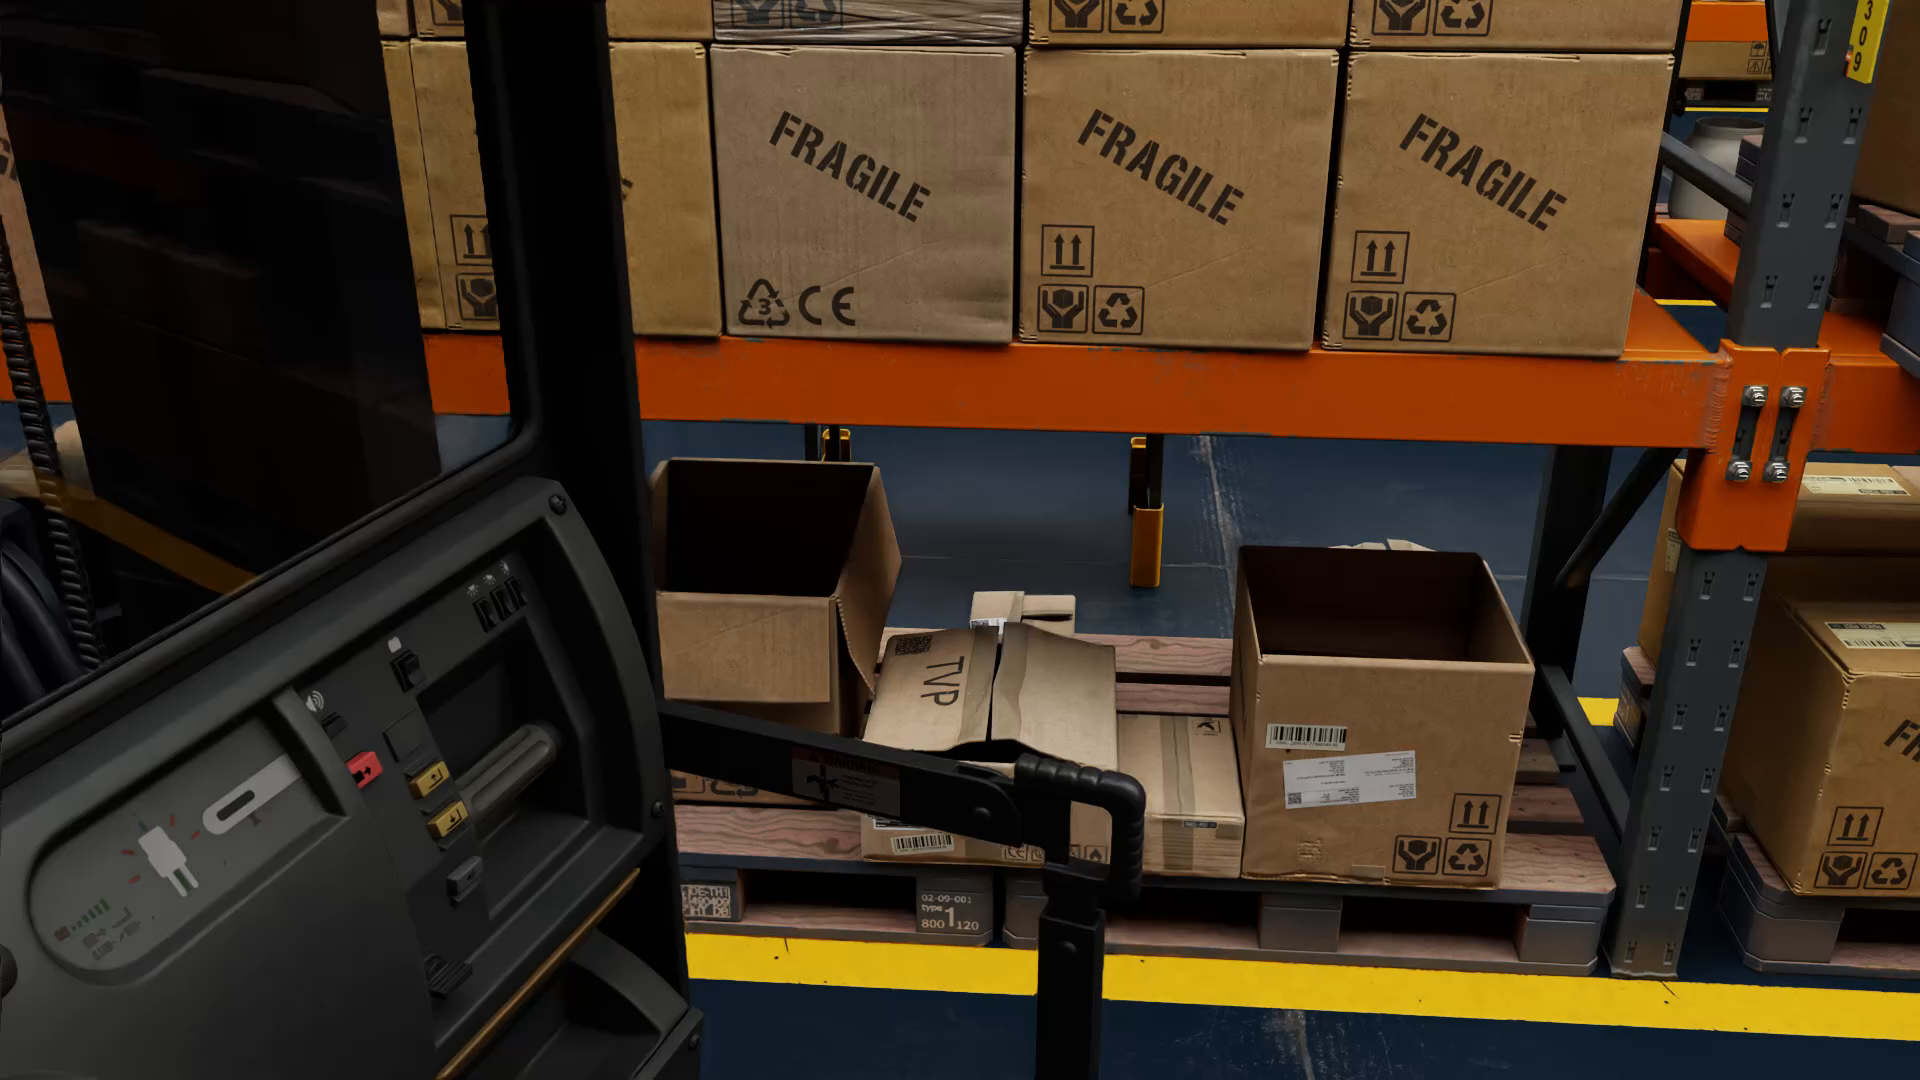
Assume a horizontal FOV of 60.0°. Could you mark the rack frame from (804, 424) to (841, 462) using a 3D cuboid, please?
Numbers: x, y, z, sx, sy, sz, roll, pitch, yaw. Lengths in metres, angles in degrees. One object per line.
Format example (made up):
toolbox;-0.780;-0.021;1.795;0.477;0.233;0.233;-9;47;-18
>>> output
rack frame;-0.422;-0.695;4.966;0.032;1.500;0.500;2;25;4

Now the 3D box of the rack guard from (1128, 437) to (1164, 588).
rack guard;0.573;-0.095;5.158;0.087;0.250;0.587;2;25;4

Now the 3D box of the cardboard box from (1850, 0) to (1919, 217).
cardboard box;1.864;-0.817;2.814;0.500;0.500;0.700;-6;25;-14

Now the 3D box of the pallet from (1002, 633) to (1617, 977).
pallet;0.724;0.556;3.790;1.213;0.211;1.003;2;25;4

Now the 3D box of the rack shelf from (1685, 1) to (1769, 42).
rack shelf;3.786;-2.362;7.656;4.000;0.370;1.077;2;25;4

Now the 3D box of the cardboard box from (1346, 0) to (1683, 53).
cardboard box;0.885;-1.097;2.729;0.500;0.500;0.500;2;25;4

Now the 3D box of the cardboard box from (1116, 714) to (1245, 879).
cardboard box;0.440;0.519;3.417;0.250;0.149;0.380;2;25;4

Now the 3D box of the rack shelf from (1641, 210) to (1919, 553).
rack shelf;3.403;-0.298;3.170;4.000;0.370;1.077;2;25;4

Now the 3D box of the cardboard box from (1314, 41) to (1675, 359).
cardboard box;0.891;-0.643;2.940;0.500;0.500;0.500;2;25;5

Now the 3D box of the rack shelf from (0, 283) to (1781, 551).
rack shelf;-0.585;-0.426;3.448;4.000;0.370;1.077;2;25;4

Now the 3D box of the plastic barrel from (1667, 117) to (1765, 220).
plastic barrel;3.595;-1.711;7.854;0.421;0.512;0.421;0;25;0

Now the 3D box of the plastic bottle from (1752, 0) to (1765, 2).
plastic bottle;3.492;-2.469;7.181;0.097;0.271;0.097;0;25;0

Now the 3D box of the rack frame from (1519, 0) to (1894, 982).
rack frame;1.409;-0.689;3.158;0.127;3.000;1.000;2;25;4

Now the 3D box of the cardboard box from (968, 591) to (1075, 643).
cardboard box;0.144;0.271;3.935;0.250;0.166;0.380;2;25;4

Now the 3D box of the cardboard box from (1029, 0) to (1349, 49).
cardboard box;0.374;-1.112;2.762;0.500;0.500;0.500;1;25;3

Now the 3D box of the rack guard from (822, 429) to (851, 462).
rack guard;-0.421;-0.127;5.227;0.087;0.250;0.587;2;25;4

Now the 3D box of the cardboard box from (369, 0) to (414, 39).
cardboard box;-1.137;-1.161;2.868;0.500;0.500;0.500;2;25;5

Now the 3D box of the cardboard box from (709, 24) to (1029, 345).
cardboard box;-0.136;-0.675;3.008;0.500;0.500;0.500;2;25;5

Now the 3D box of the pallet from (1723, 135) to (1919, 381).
pallet;2.197;-0.531;3.044;1.213;0.211;1.003;2;25;4

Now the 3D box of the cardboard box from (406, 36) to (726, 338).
cardboard box;-0.644;-0.690;3.041;0.500;0.500;0.500;2;25;5

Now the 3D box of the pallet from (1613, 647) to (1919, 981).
pallet;2.223;0.588;3.719;1.213;0.211;1.003;2;25;4

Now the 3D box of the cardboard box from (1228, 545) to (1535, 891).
cardboard box;0.819;0.347;3.372;0.500;0.500;0.500;2;25;4

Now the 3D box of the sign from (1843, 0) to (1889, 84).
sign;1.375;-0.856;2.485;0.005;0.325;0.100;2;25;4

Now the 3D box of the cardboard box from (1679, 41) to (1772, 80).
cardboard box;5.473;-3.946;12.276;0.875;0.875;1.225;1;25;2

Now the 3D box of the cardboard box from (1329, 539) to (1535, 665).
cardboard box;1.007;0.229;3.854;0.500;0.311;0.500;2;25;4

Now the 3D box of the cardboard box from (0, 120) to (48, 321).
cardboard box;-1.642;-0.724;3.115;0.500;0.500;0.500;2;25;3

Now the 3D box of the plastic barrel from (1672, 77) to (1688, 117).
plastic barrel;3.039;-1.944;7.893;0.708;0.901;0.600;2;25;4

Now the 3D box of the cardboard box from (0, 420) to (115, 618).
cardboard box;-2.018;0.034;4.053;0.500;0.500;0.500;2;25;4

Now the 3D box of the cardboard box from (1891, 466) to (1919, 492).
cardboard box;2.415;0.163;3.772;0.500;0.500;0.500;2;25;4

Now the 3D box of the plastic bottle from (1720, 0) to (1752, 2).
plastic bottle;3.379;-2.486;7.213;0.135;0.276;0.152;2;25;4

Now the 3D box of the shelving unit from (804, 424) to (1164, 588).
shelving unit;0.076;-0.679;4.931;1.083;1.500;0.587;2;25;4

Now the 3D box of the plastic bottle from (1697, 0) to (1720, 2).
plastic bottle;3.261;-2.445;7.212;0.097;0.201;0.097;0;25;0

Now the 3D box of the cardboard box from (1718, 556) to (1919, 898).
cardboard box;1.872;0.364;3.335;0.500;0.500;0.500;1;25;2

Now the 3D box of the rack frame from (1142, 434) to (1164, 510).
rack frame;0.592;-0.662;4.895;0.032;1.500;0.500;2;25;4

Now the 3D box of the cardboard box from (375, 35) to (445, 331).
cardboard box;-1.142;-0.707;3.077;0.500;0.500;0.500;2;25;4

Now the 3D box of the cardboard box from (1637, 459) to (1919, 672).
cardboard box;1.923;0.143;3.814;0.500;0.500;0.500;2;25;4

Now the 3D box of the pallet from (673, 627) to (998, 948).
pallet;-0.496;0.518;3.873;1.213;0.211;1.003;2;25;4

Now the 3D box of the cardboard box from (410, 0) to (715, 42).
cardboard box;-0.630;-1.145;2.834;0.500;0.500;0.500;2;25;4

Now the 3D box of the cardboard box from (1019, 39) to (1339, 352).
cardboard box;0.377;-0.659;2.975;0.500;0.500;0.500;3;25;5

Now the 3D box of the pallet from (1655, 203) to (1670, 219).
pallet;3.778;-1.406;8.054;1.213;0.211;1.003;2;25;4

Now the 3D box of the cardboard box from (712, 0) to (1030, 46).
cardboard box;-0.129;-1.128;2.798;0.500;0.500;0.500;2;25;4

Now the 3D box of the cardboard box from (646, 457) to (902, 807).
cardboard box;-0.465;0.187;3.714;0.637;0.503;0.797;2;25;4

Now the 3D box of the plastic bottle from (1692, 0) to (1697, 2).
plastic bottle;3.147;-2.494;7.229;0.135;0.276;0.152;2;25;4

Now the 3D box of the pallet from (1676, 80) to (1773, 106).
pallet;5.379;-3.479;12.559;1.213;0.211;1.003;2;25;4

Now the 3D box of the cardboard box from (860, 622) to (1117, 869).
cardboard box;0.071;0.409;3.463;0.500;0.311;0.500;2;25;4
